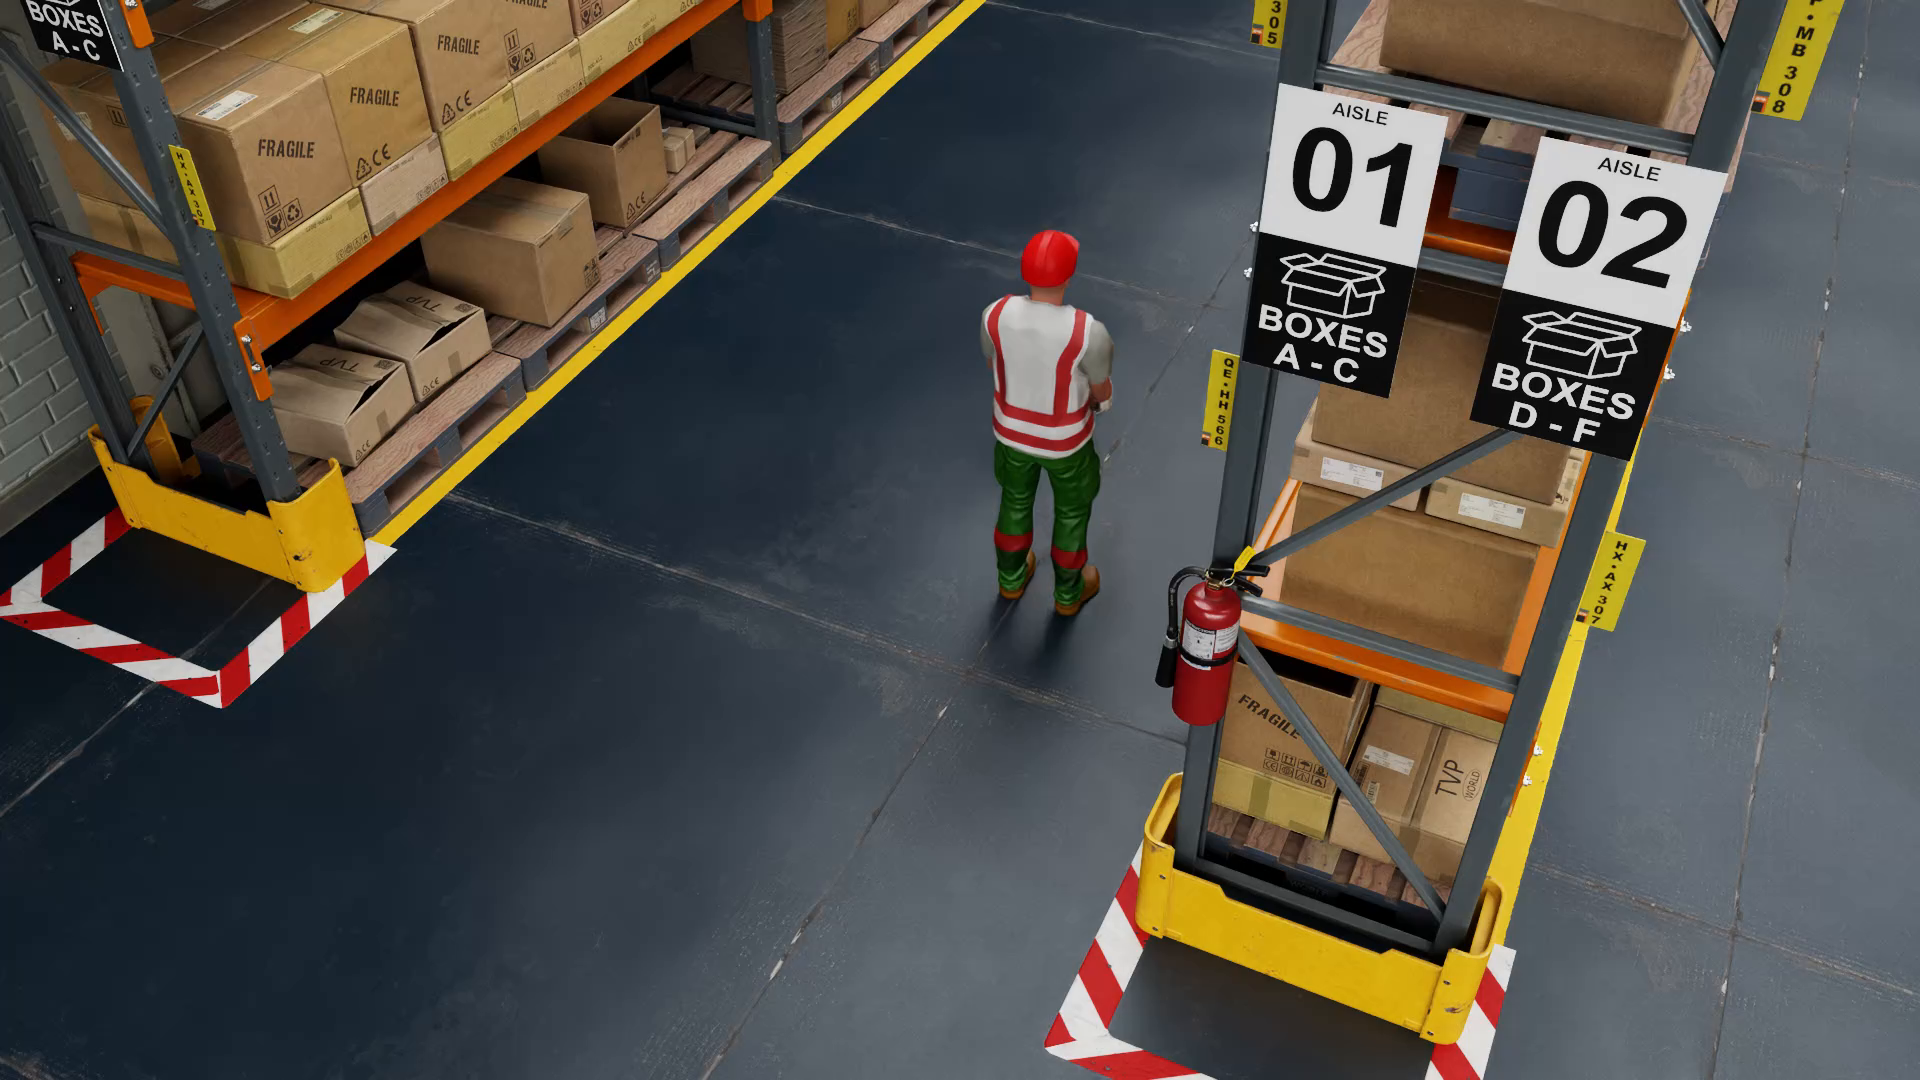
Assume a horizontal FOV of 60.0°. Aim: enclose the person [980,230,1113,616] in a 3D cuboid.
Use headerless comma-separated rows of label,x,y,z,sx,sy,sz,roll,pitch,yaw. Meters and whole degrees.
person,0.363,-0.486,6.686,0.528,1.792,0.508,17,44,18
